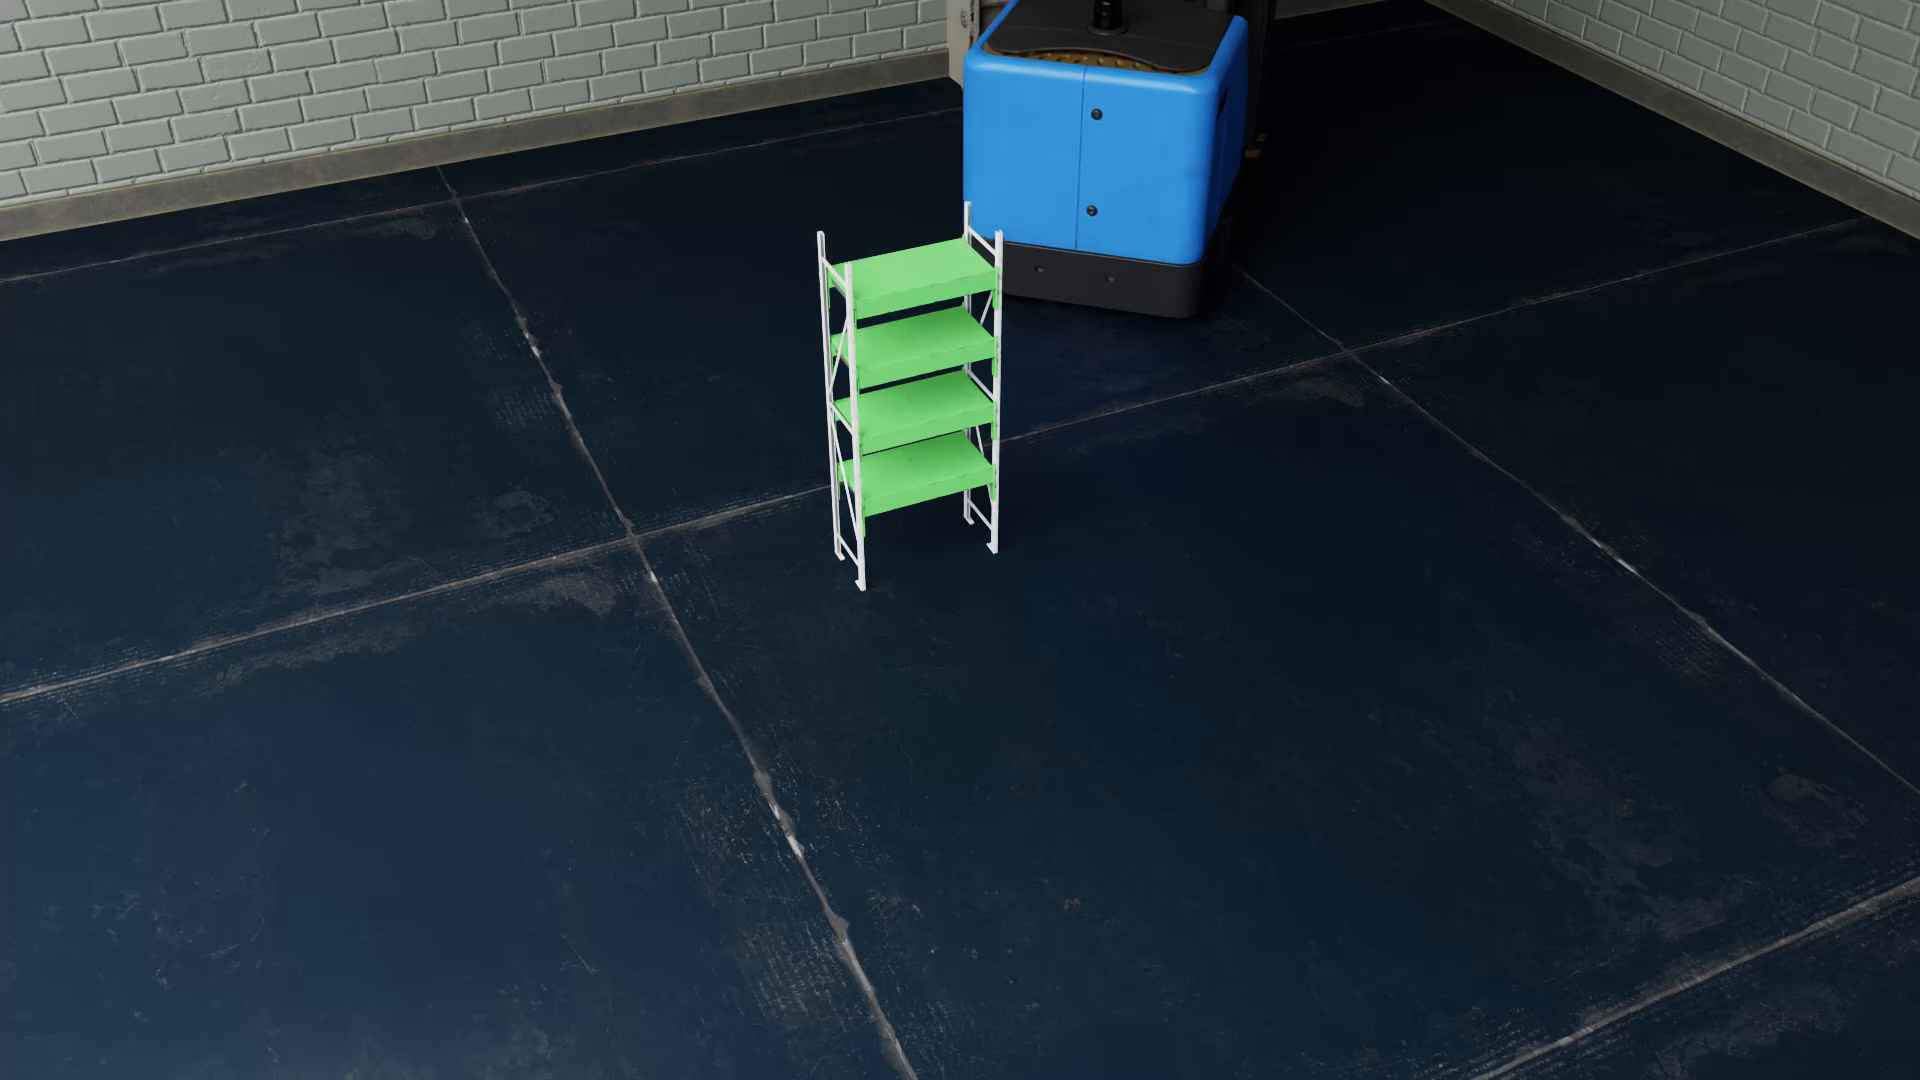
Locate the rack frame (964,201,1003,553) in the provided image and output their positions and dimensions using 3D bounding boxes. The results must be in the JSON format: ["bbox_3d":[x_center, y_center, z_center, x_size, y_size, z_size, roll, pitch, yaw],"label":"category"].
[{"bbox_3d":[0.071,-0.502,5.419,0.015,1.200,0.240,-16,39,-20],"label":"rack frame"}]

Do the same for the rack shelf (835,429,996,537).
[{"bbox_3d":[-0.150,-0.196,5.517,0.480,0.148,0.258,-16,39,-20],"label":"rack shelf"}]

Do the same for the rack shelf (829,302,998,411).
[{"bbox_3d":[-0.150,-0.581,5.231,0.480,0.148,0.258,-16,39,-20],"label":"rack shelf"}]

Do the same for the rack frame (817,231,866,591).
[{"bbox_3d":[-0.371,-0.378,5.253,0.015,1.200,0.240,-16,39,-20],"label":"rack frame"}]

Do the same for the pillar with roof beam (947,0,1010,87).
[{"bbox_3d":[2.000,-3.849,3.385,0.400,9.000,9.100,-16,39,-20],"label":"pillar with roof beam"}]

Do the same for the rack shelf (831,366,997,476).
[{"bbox_3d":[-0.150,-0.389,5.374,0.480,0.148,0.258,-16,39,-20],"label":"rack shelf"}]

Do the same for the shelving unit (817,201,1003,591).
[{"bbox_3d":[-0.150,-0.440,5.336,0.503,1.200,0.258,-16,39,-20],"label":"shelving unit"}]

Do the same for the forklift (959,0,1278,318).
[{"bbox_3d":[0.911,-2.972,7.296,1.130,2.935,3.031,10,38,13],"label":"forklift"}]

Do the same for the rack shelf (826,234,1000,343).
[{"bbox_3d":[-0.150,-0.774,5.088,0.480,0.148,0.258,-16,39,-20],"label":"rack shelf"}]
